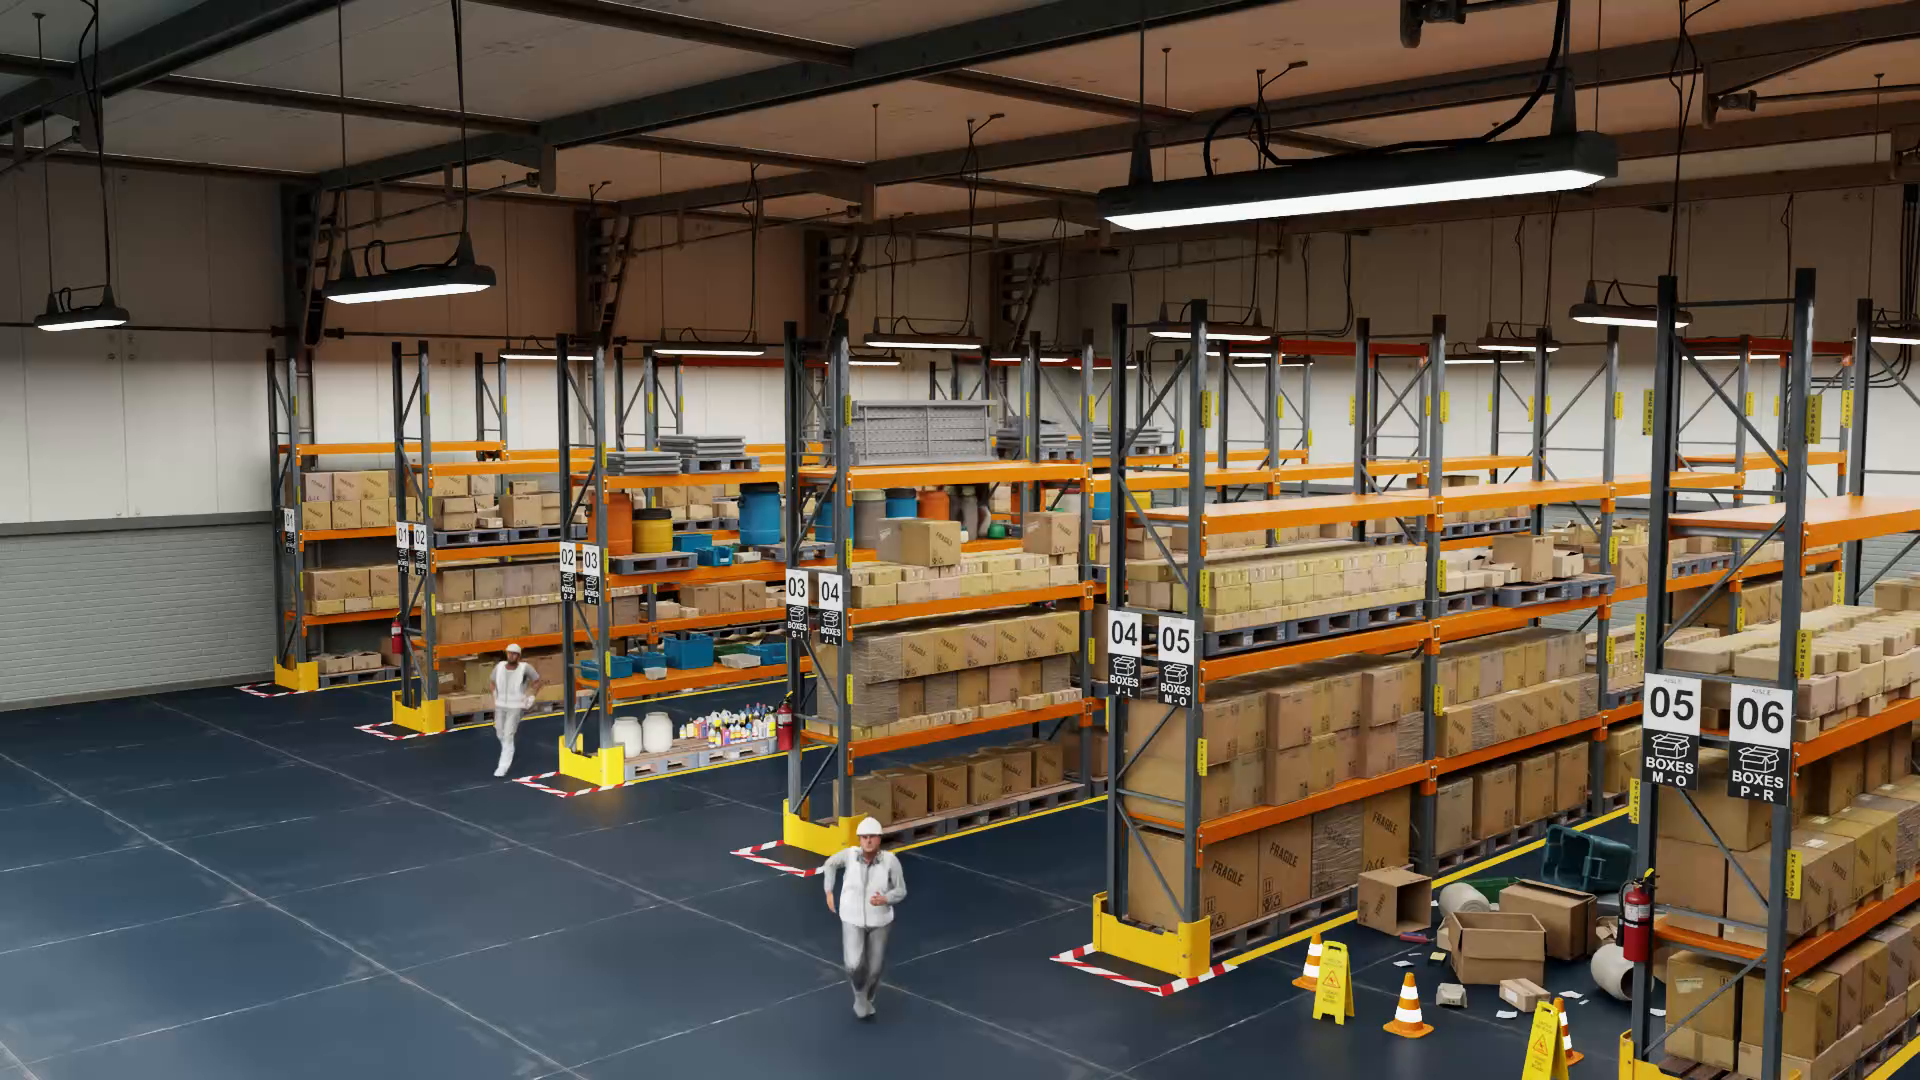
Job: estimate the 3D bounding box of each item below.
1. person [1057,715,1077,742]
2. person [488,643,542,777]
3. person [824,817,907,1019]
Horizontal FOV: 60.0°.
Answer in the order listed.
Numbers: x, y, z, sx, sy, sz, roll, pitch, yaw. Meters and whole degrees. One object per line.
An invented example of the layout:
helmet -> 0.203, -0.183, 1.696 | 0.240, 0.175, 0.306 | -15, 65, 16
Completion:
person -> 1.536, 2.195, 24.070 | 0.734, 1.823, 0.677 | -5, 7, -44
person -> -6.150, 2.295, 22.866 | 0.717, 1.778, 0.867 | 1, 5, 8
person -> -0.779, 3.107, 13.597 | 0.690, 1.723, 0.766 | 0, 5, 0
